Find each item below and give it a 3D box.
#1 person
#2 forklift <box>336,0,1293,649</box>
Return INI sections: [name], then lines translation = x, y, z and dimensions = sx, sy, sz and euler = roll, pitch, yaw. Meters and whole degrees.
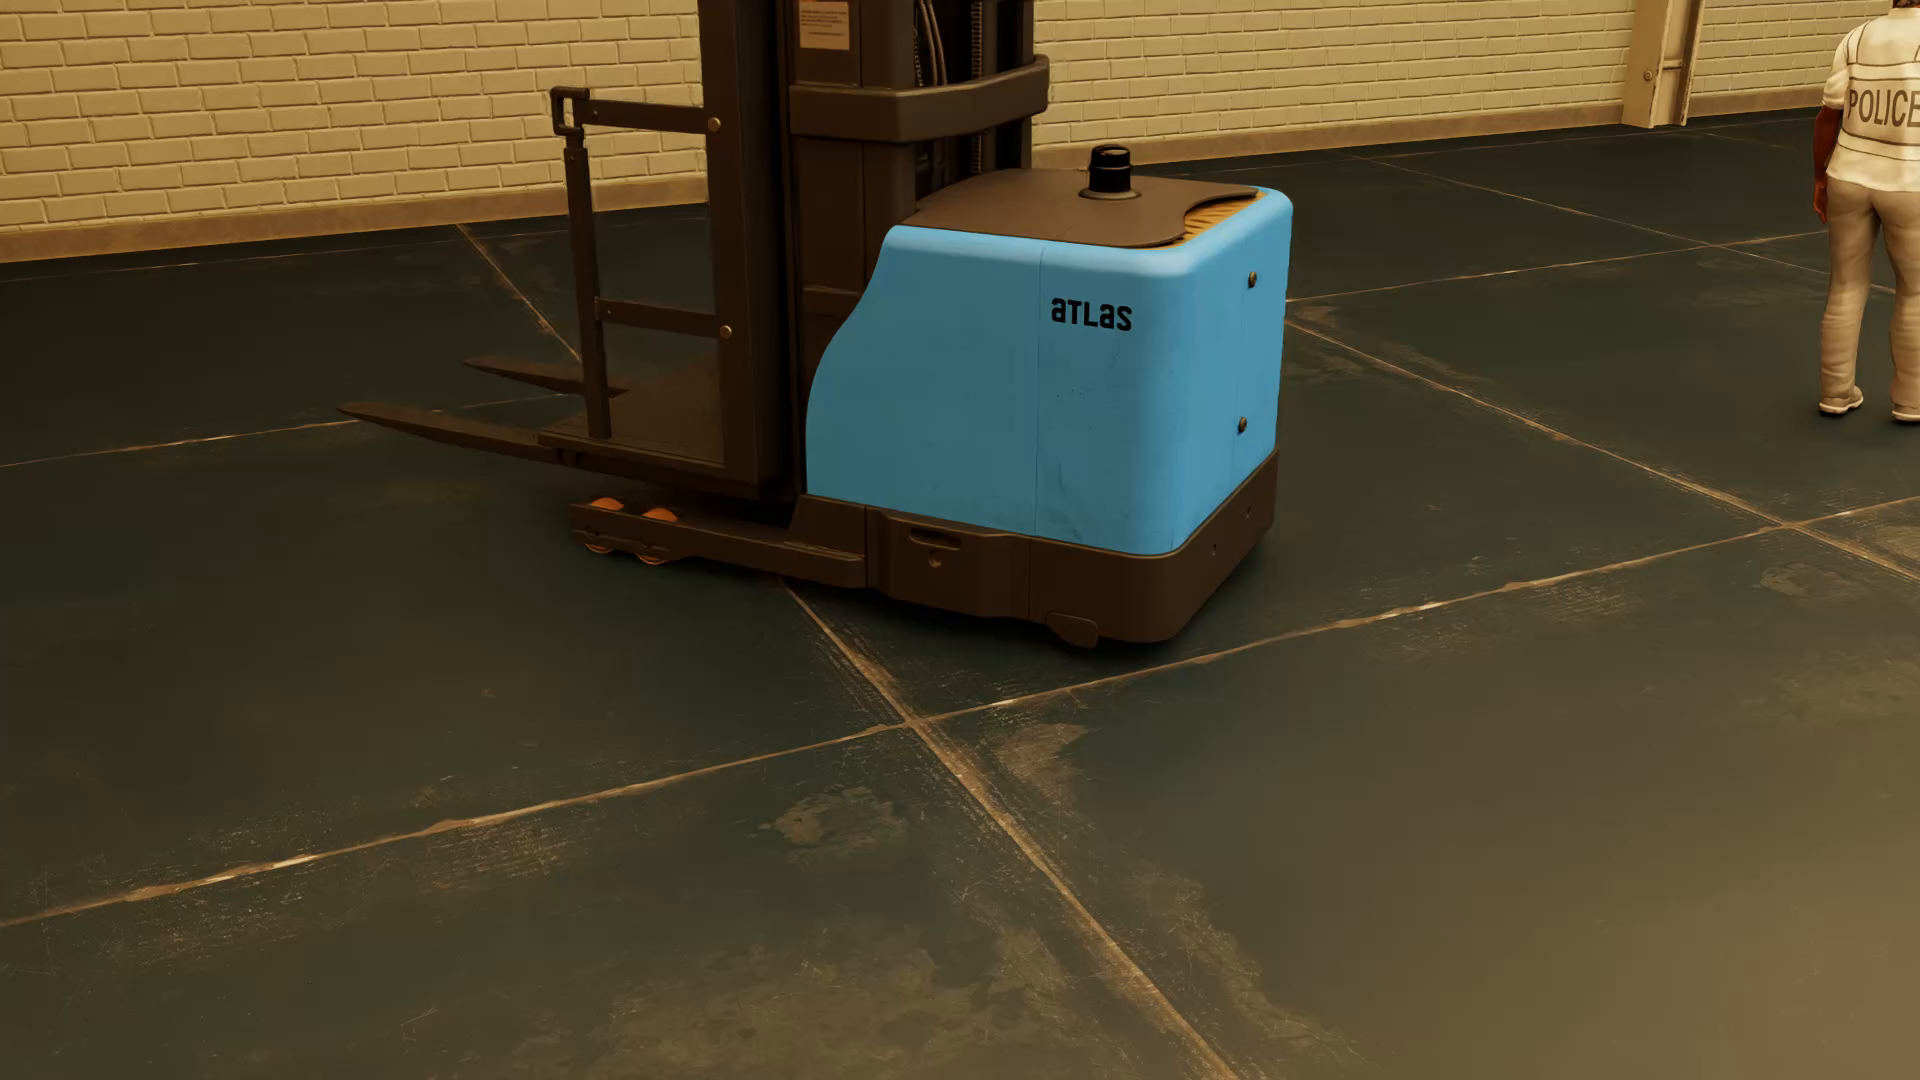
[person]
translation = 3.353, -1.271, 5.939
dimensions = 0.528, 1.694, 0.569
euler = -18, 29, -37
[forklift]
translation = -0.600, -1.447, 4.769
dimensions = 3.031, 2.935, 1.130
euler = 11, 25, 24
